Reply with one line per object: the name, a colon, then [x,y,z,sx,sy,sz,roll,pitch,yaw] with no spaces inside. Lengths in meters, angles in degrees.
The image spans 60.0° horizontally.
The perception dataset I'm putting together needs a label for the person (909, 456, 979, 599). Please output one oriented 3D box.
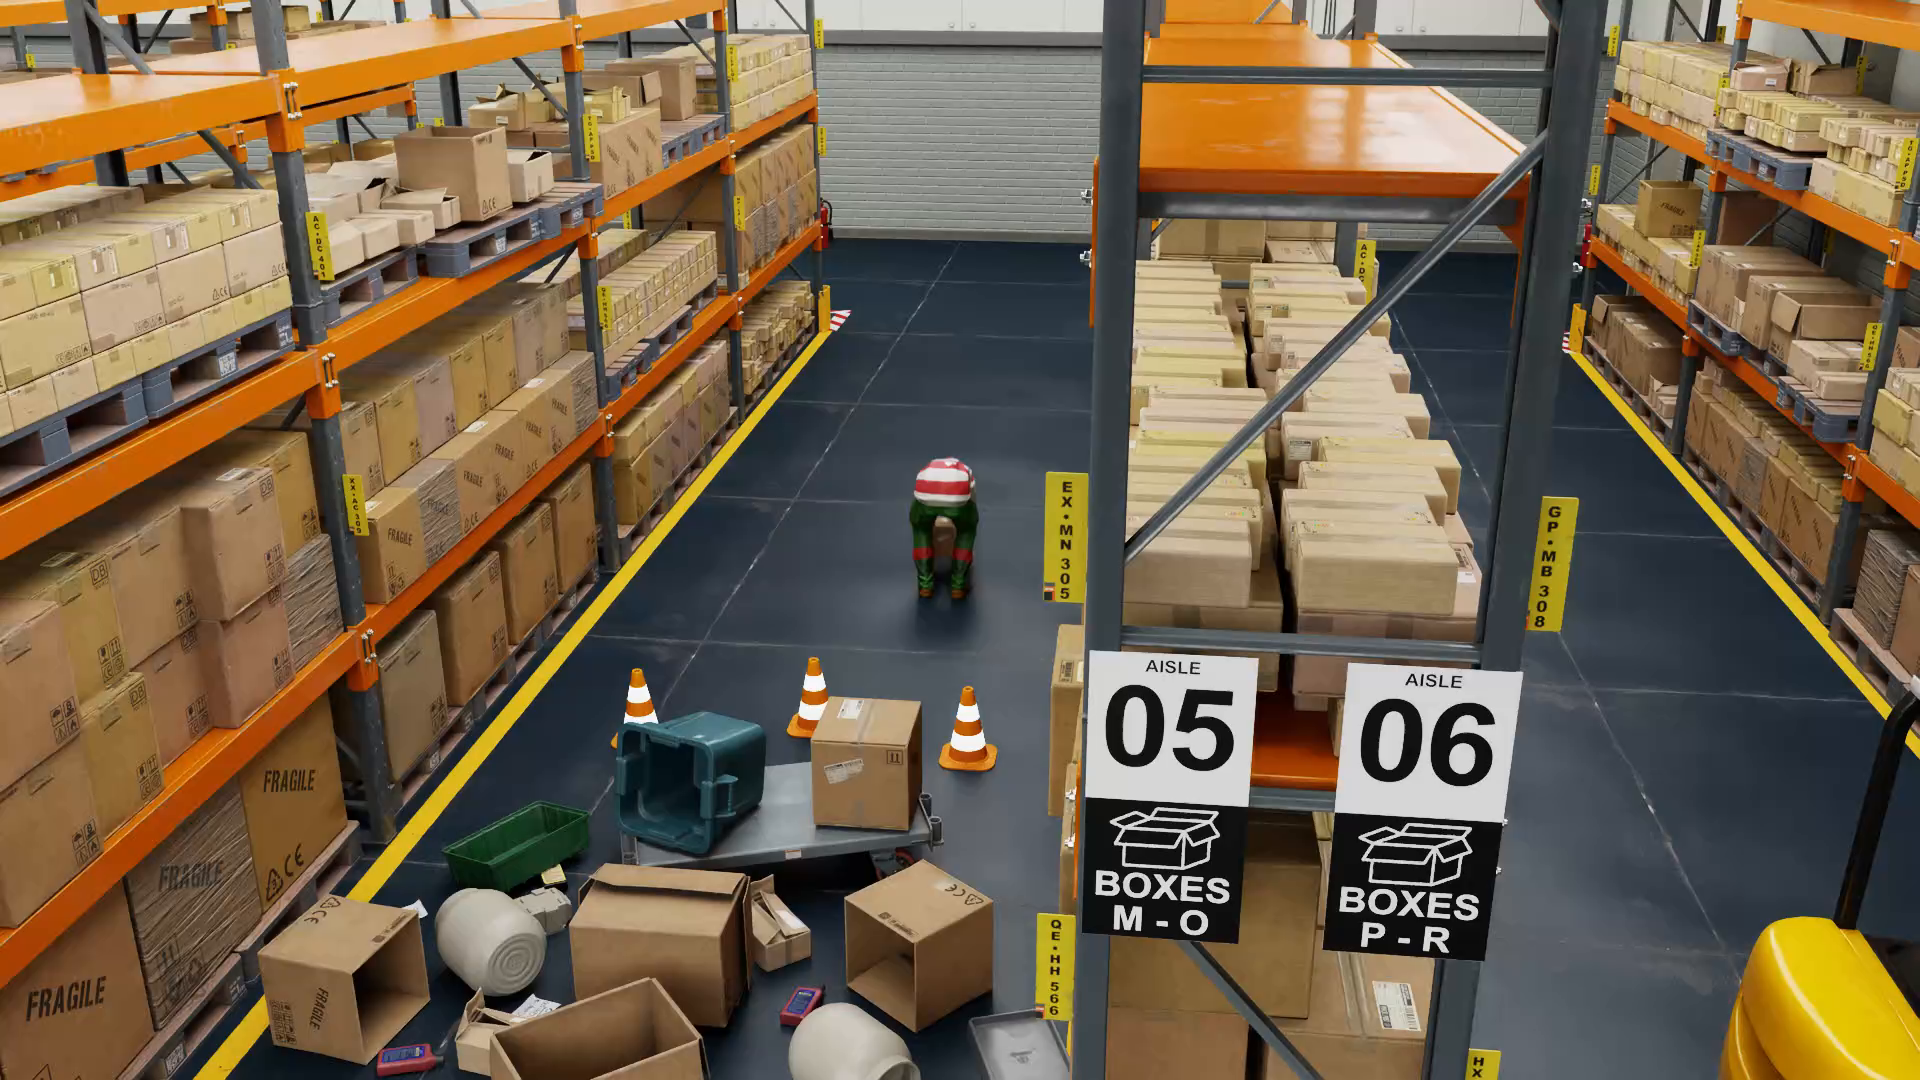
person: [-0.112,-0.163,12.518,0.522,1.036,0.957,1,21,4]
